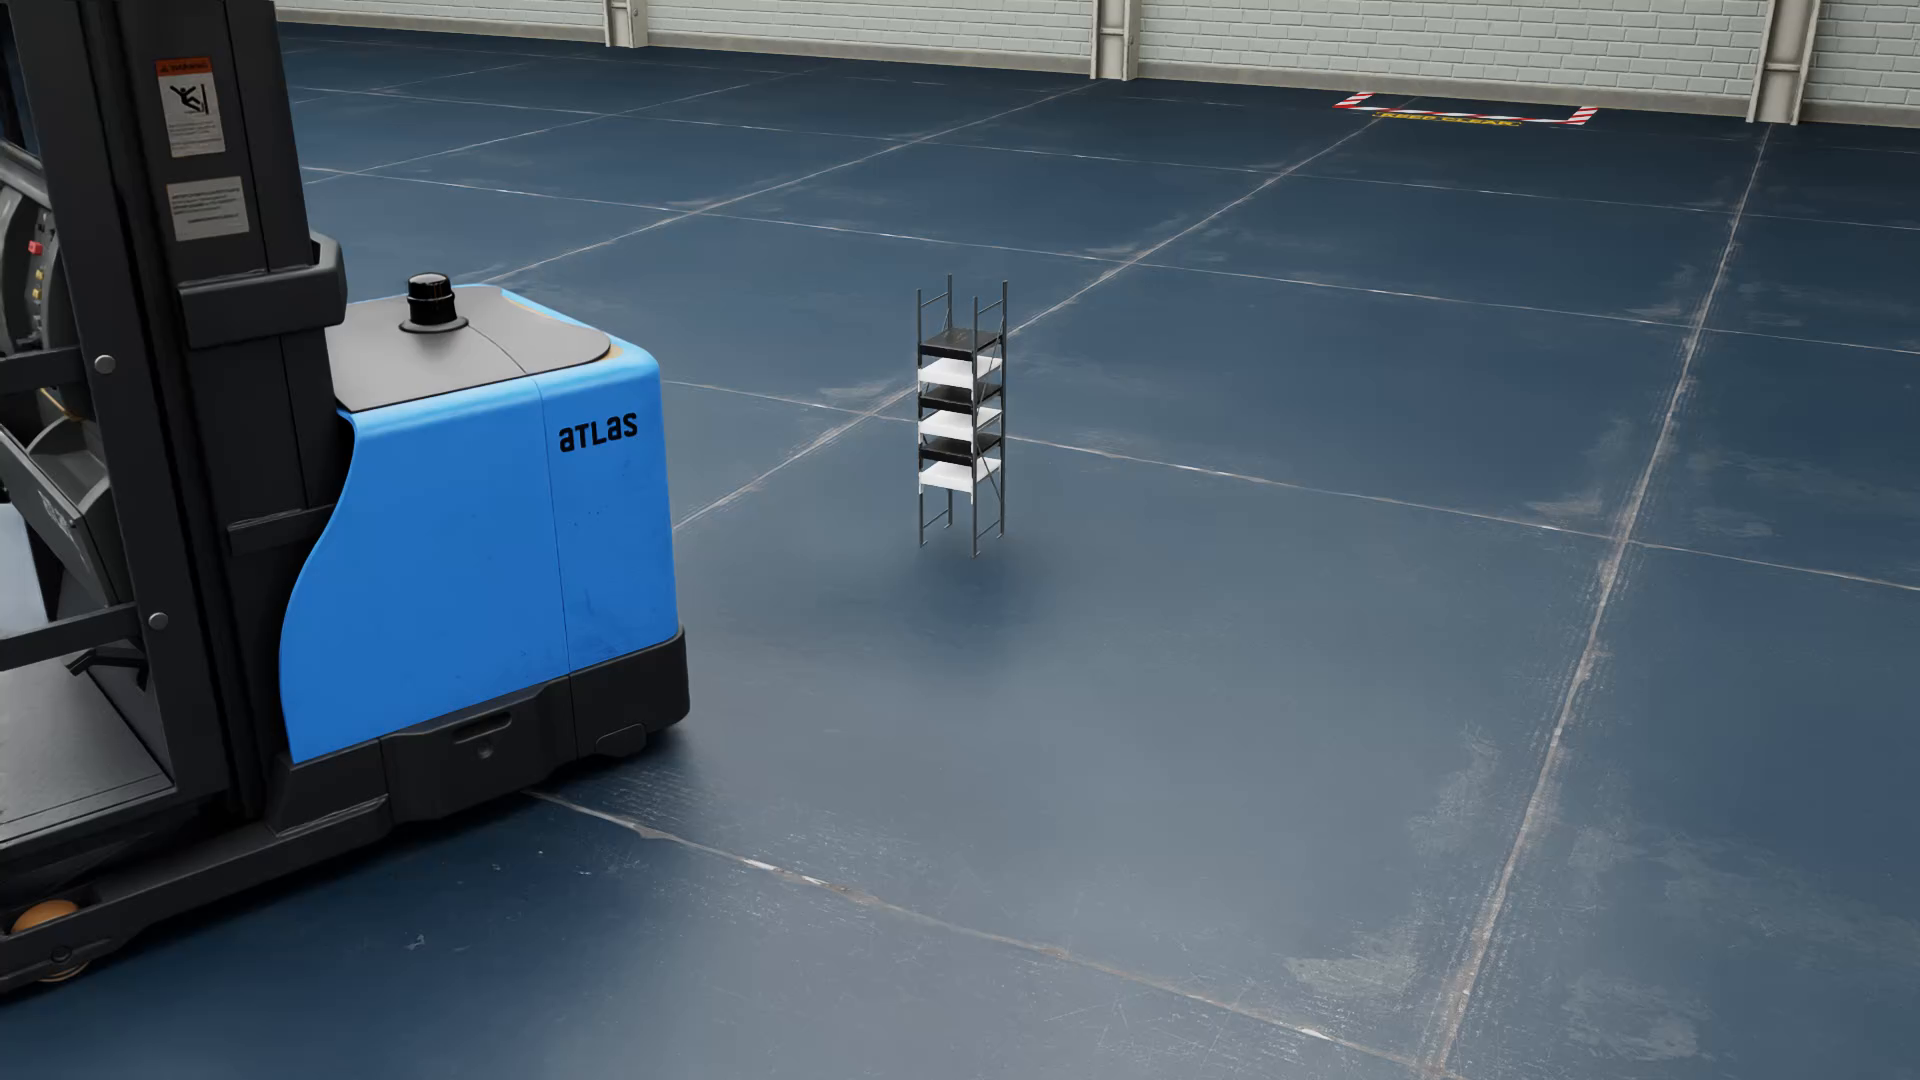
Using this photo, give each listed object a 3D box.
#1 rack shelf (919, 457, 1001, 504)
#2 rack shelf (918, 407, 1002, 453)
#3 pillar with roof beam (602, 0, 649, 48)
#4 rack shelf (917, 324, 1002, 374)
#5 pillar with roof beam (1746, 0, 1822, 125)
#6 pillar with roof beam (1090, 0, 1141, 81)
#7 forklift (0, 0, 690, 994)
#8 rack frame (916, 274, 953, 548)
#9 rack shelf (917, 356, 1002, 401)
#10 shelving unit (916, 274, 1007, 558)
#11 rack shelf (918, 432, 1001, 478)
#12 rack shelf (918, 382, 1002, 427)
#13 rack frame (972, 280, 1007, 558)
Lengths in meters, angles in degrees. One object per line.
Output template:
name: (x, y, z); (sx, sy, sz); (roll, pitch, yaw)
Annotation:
rack shelf: (0.007, -0.216, 5.654); (0.200, 0.077, 0.258); (11, 25, 25)
rack shelf: (0.007, -0.382, 5.584); (0.200, 0.077, 0.258); (11, 25, 25)
pillar with roof beam: (-5.757, -8.312, 13.797); (0.400, 9.000, 9.100); (11, 25, 25)
rack shelf: (0.007, -0.630, 5.478); (0.200, 0.077, 0.258); (11, 25, 25)
pillar with roof beam: (4.952, -6.193, 8.814); (0.400, 9.000, 9.100); (11, 25, 25)
pillar with roof beam: (-0.403, -7.253, 11.306); (0.400, 9.000, 9.100); (11, 25, 25)
forklift: (-2.182, -0.593, 3.399); (3.031, 2.935, 1.130); (-18, 29, -36)
rack frame: (-0.083, -0.431, 5.613); (0.006, 0.900, 0.240); (11, 25, 25)
rack shelf: (0.007, -0.548, 5.513); (0.200, 0.077, 0.258); (11, 25, 25)
shelving unit: (0.007, -0.413, 5.571); (0.210, 0.900, 0.258); (11, 25, 25)
rack shelf: (0.007, -0.299, 5.619); (0.200, 0.077, 0.258); (11, 25, 25)
rack shelf: (0.007, -0.465, 5.548); (0.200, 0.077, 0.258); (11, 25, 25)
rack frame: (0.098, -0.395, 5.528); (0.006, 0.900, 0.240); (11, 25, 25)
